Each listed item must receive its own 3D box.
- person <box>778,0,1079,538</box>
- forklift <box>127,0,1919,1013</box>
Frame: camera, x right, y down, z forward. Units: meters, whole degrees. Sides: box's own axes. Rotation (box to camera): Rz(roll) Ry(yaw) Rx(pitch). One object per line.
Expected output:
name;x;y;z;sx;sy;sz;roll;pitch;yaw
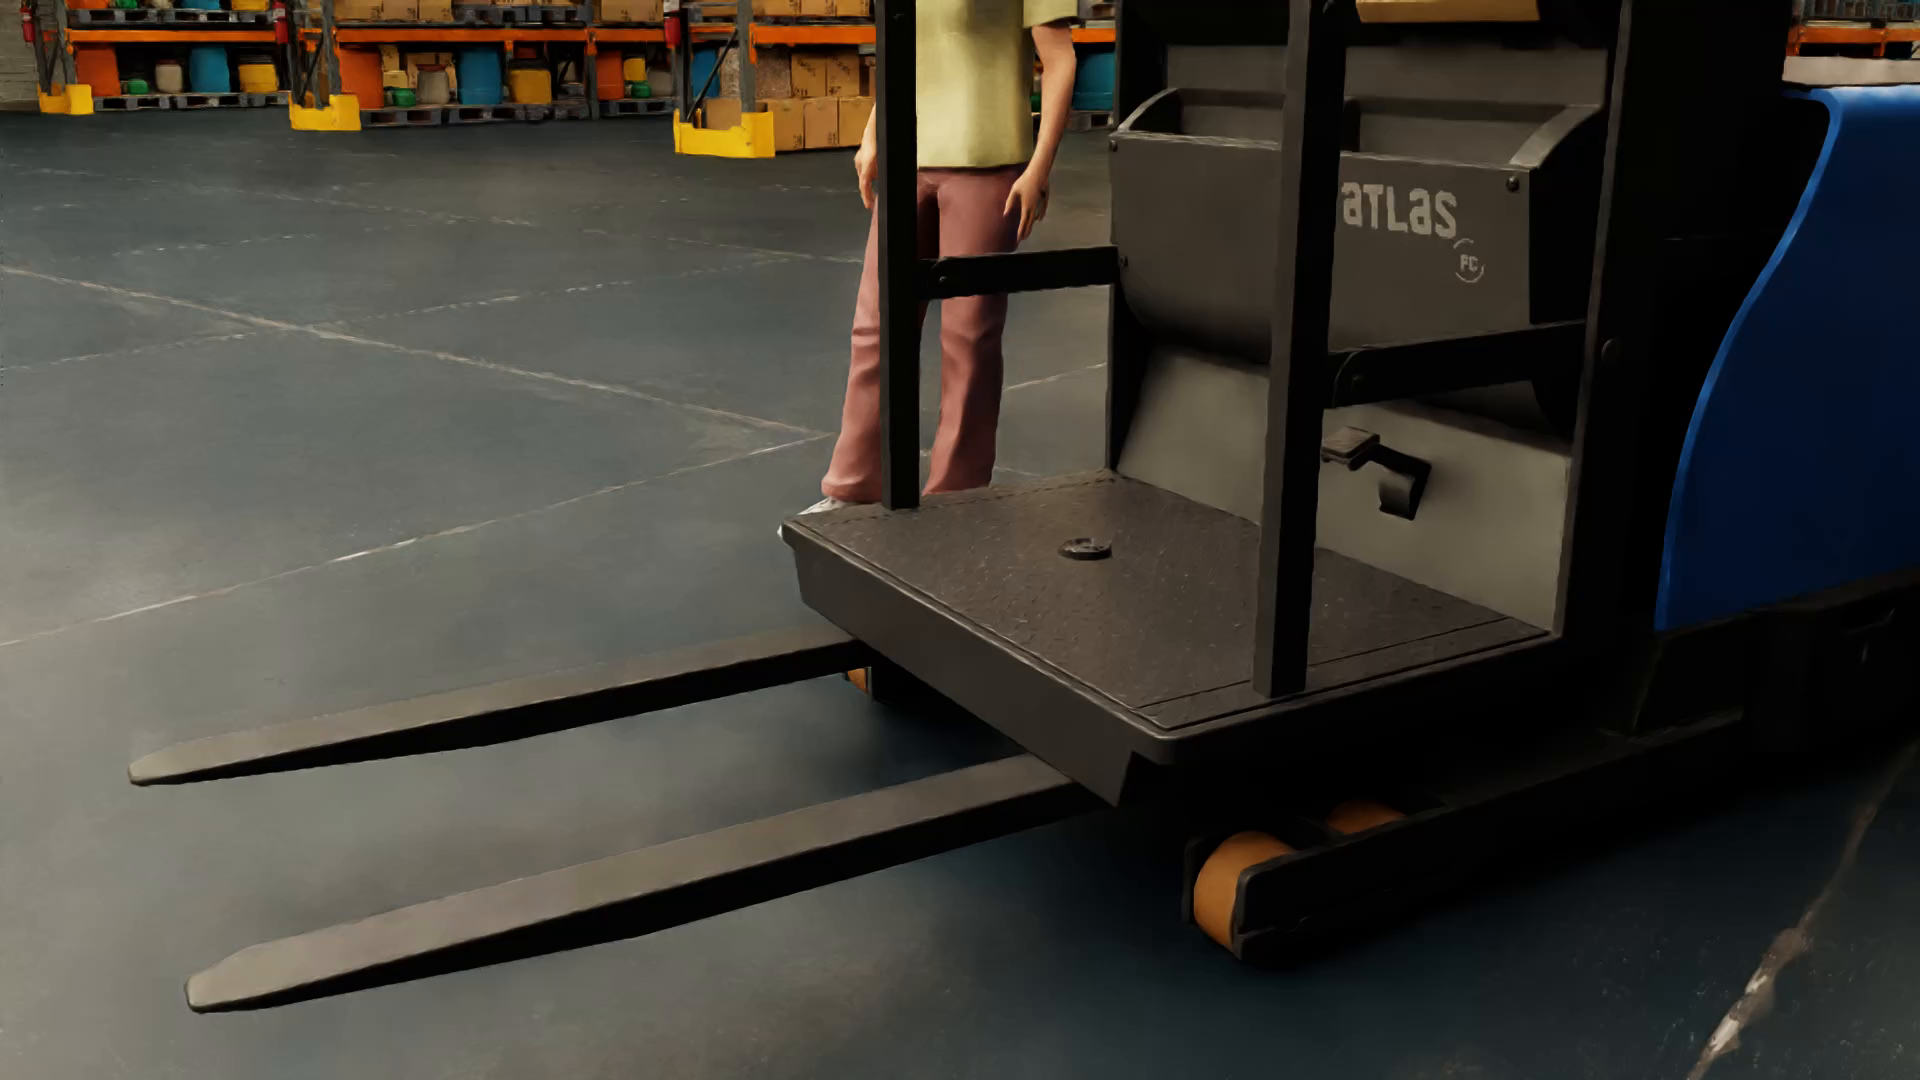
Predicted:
person;-0.056;-0.796;3.647;0.554;1.674;0.546;13;21;37
forklift;0.375;-1.031;2.294;3.031;2.935;1.130;-10;19;-29
